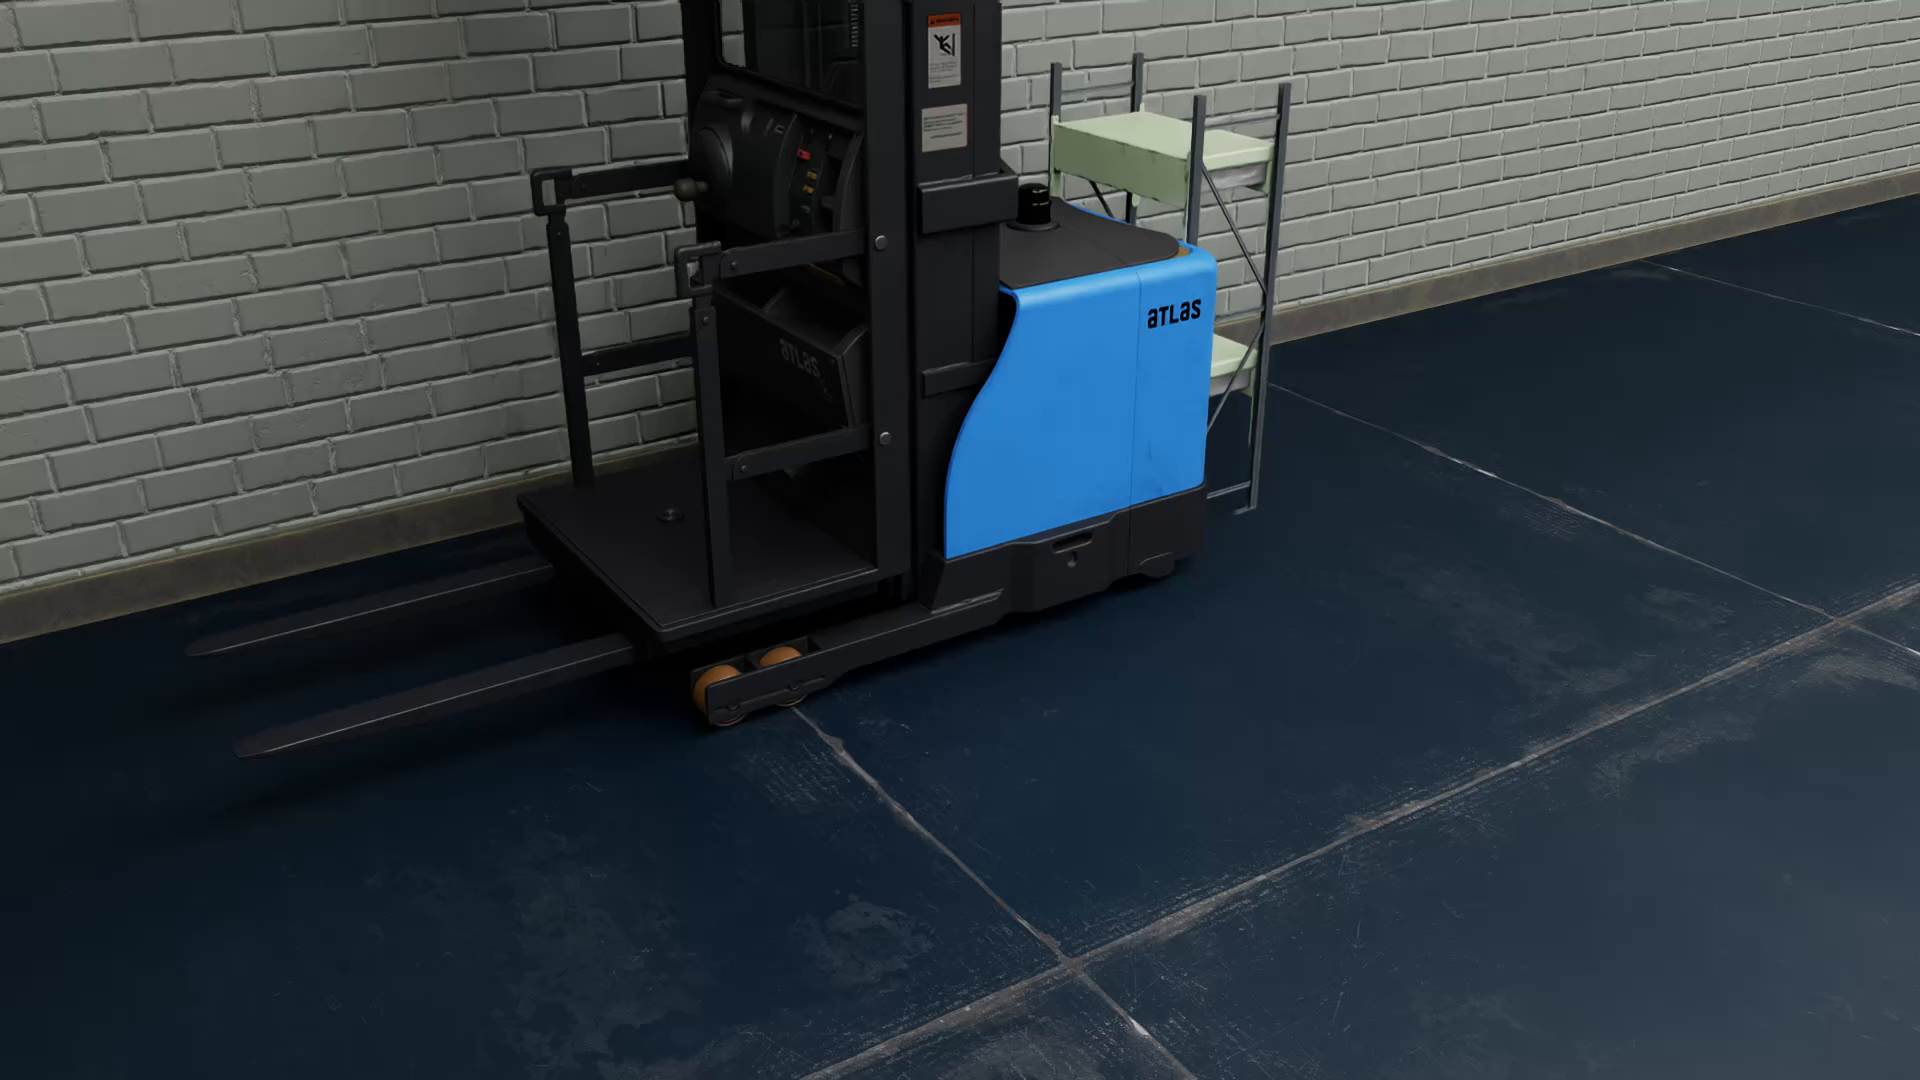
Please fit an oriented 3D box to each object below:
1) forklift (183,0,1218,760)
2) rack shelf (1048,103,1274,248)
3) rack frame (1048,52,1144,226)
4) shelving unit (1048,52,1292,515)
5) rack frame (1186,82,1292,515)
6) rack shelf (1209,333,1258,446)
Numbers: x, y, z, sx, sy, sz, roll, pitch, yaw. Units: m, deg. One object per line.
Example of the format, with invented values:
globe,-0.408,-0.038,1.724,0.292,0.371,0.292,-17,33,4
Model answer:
forklift,-0.700,-1.062,4.566,3.031,2.935,1.130,-16,30,-30
rack shelf,0.688,-1.227,5.678,0.431,0.370,0.720,-16,30,-31
rack frame,0.481,-1.003,6.118,0.400,1.500,0.023,-16,30,-31
shelving unit,0.688,-0.874,5.845,0.431,1.500,0.755,-16,30,-31
rack frame,0.896,-0.746,5.572,0.400,1.500,0.023,-16,30,-31
rack shelf,0.688,-0.579,5.984,0.431,0.370,0.720,-16,30,-31
